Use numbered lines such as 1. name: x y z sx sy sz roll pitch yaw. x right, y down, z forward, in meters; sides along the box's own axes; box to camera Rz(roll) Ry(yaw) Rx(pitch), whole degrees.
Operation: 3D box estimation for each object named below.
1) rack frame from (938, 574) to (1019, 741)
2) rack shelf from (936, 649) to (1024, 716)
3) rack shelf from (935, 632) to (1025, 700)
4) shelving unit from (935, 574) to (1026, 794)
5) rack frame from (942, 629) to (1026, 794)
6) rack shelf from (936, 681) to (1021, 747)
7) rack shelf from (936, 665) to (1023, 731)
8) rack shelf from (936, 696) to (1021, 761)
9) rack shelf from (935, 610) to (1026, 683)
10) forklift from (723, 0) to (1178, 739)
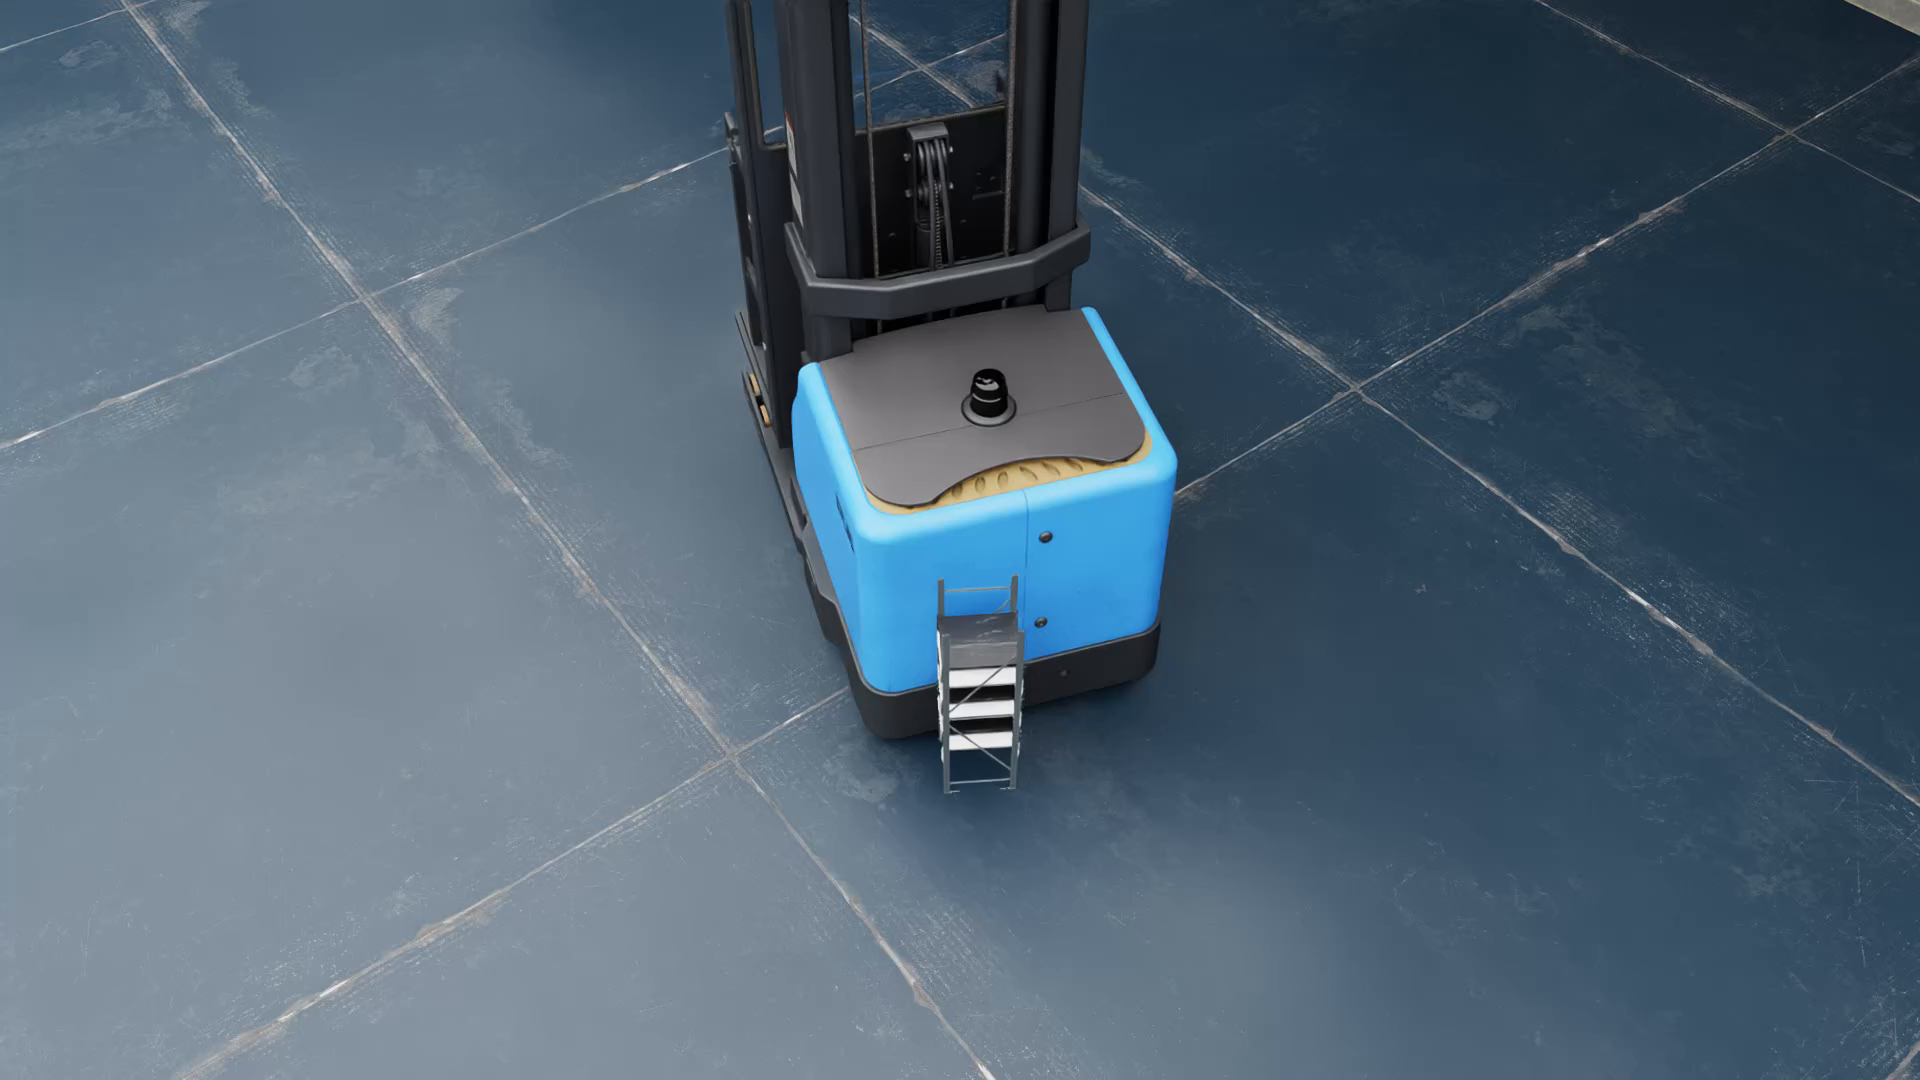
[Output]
1. rack frame: 0.051 0.390 5.272 0.240 0.900 0.006 -3 51 -3
2. rack shelf: 0.060 0.434 5.165 0.258 0.077 0.200 -3 51 -3
3. rack shelf: 0.060 0.378 5.095 0.258 0.077 0.200 -3 51 -3
4. shelving unit: 0.059 0.469 5.209 0.258 0.900 0.210 -3 51 -3
5. rack frame: 0.067 0.548 5.146 0.240 0.900 0.006 -3 51 -3
6. rack shelf: 0.059 0.546 5.306 0.258 0.077 0.200 -3 51 -3
7. rack shelf: 0.059 0.490 5.235 0.258 0.077 0.200 -3 51 -3
8. rack shelf: 0.058 0.602 5.376 0.258 0.077 0.200 -3 51 -3
9. rack shelf: 0.060 0.321 5.024 0.258 0.077 0.200 -3 51 -3
10. forklift: -0.239 -1.439 5.576 1.130 2.935 3.031 -13 49 -11
